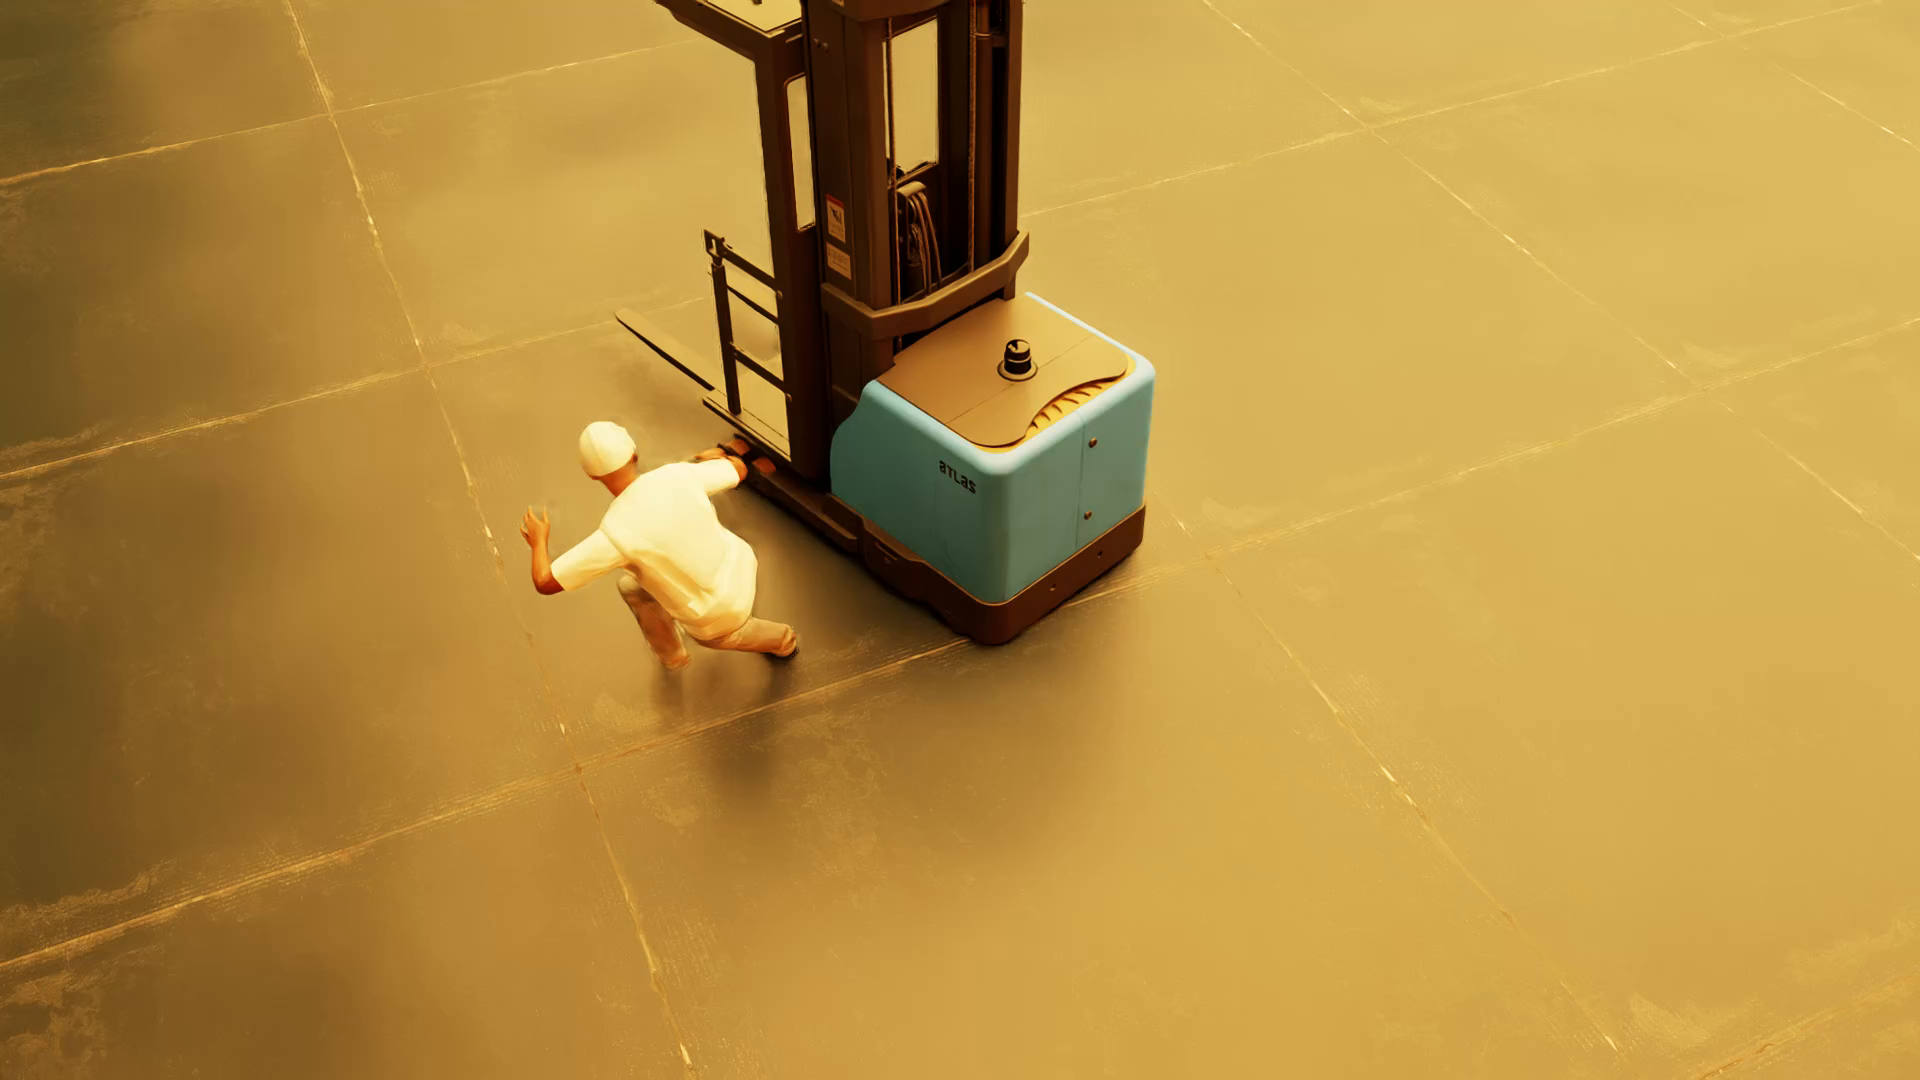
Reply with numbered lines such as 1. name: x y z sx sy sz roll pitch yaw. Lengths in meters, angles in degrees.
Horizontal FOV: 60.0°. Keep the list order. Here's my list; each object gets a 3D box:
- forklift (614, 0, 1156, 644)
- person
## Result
1. forklift: -0.536 -1.526 7.316 1.130 2.935 3.031 -34 52 -31
2. person: -1.201 0.065 6.642 0.919 1.512 1.039 10 44 11
